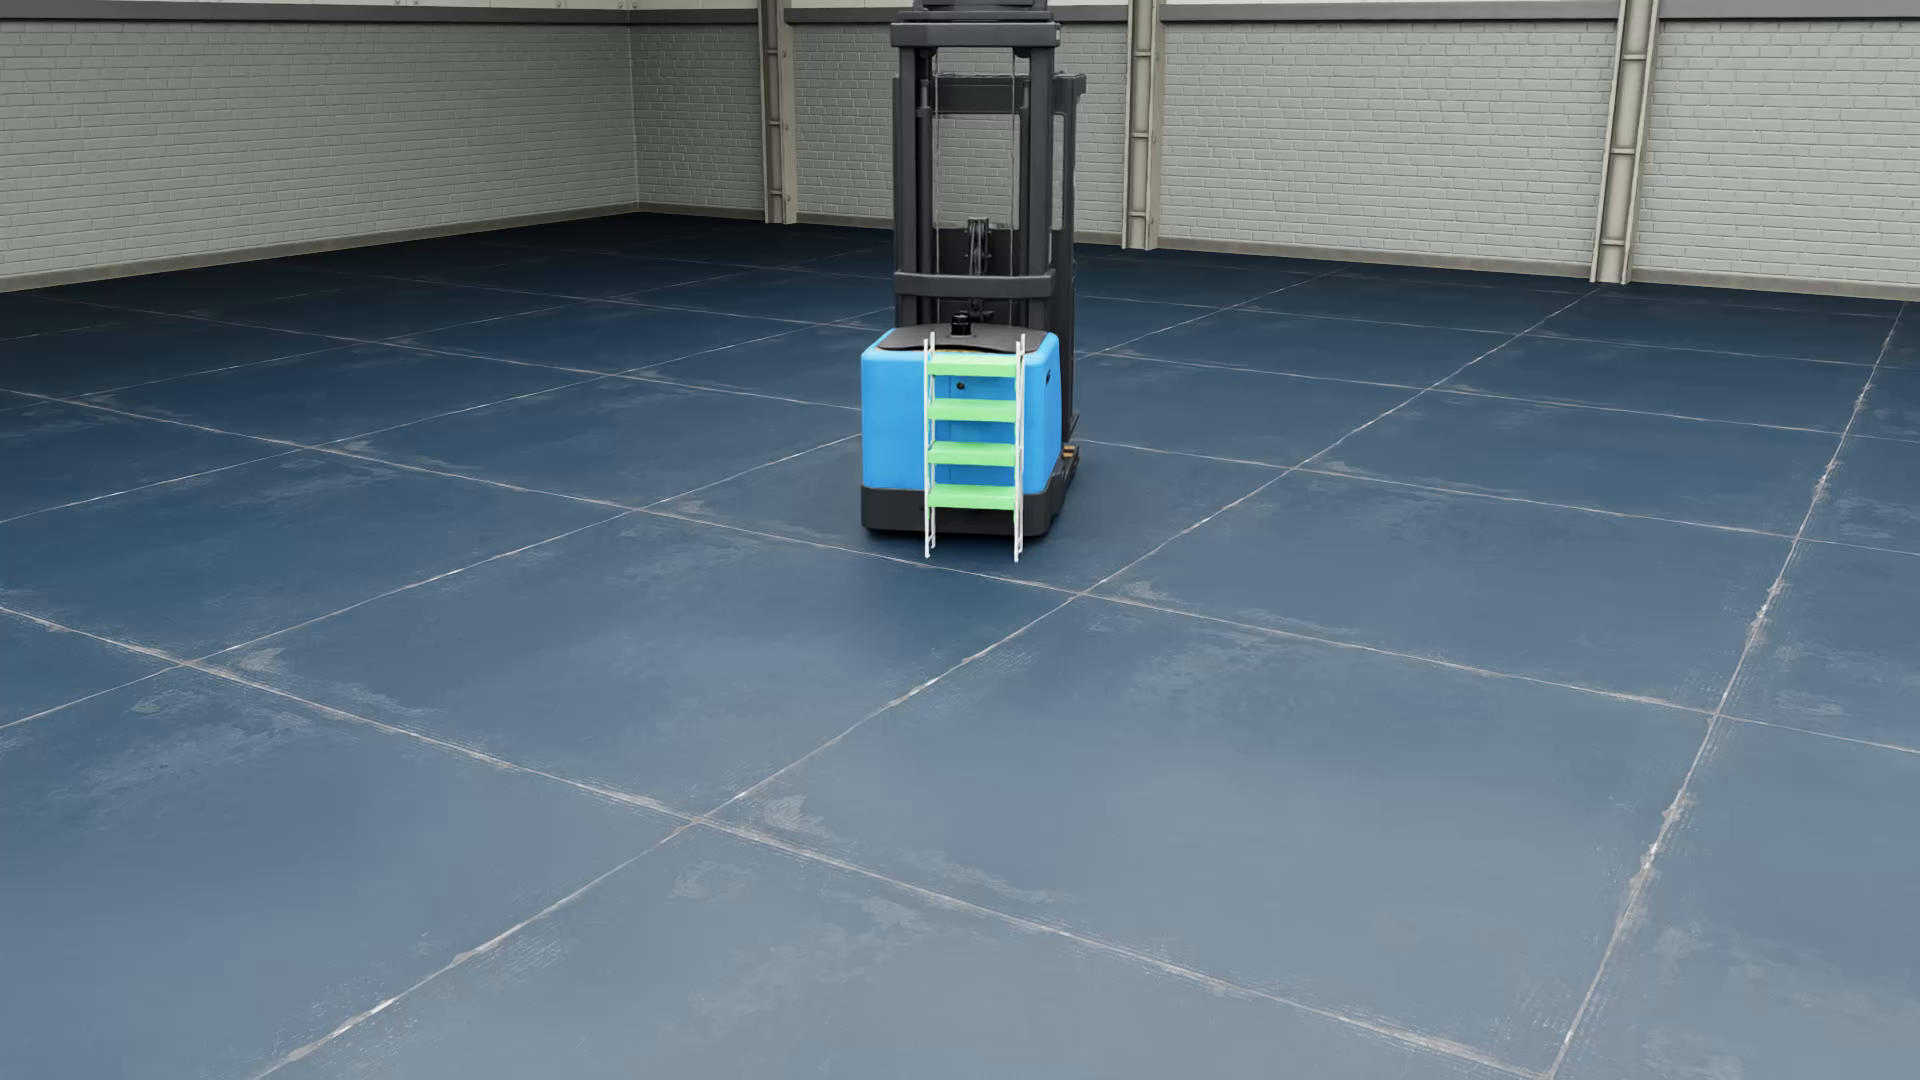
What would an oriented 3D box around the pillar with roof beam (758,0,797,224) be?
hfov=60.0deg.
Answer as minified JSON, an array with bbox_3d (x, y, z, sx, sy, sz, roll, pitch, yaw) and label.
[{"bbox_3d":[-4.963,-8.055,20.415,0.400,9.000,9.100,10,20,30],"label":"pillar with roof beam"}]

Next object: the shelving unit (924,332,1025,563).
[{"bbox_3d":[0.078,-0.496,8.949,0.503,1.200,0.258,2,17,8],"label":"shelving unit"}]

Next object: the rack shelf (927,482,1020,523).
[{"bbox_3d":[0.078,-0.205,9.038,0.480,0.148,0.258,2,17,8],"label":"rack shelf"}]

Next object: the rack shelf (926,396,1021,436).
[{"bbox_3d":[0.078,-0.664,8.898,0.480,0.148,0.258,2,17,8],"label":"rack shelf"}]

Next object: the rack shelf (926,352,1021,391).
[{"bbox_3d":[0.078,-0.894,8.828,0.480,0.148,0.258,2,17,8],"label":"rack shelf"}]

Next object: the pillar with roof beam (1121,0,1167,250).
[{"bbox_3d":[0.150,-7.142,17.410,0.400,9.000,9.100,10,20,30],"label":"pillar with roof beam"}]

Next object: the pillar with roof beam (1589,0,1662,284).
[{"bbox_3d":[5.263,-6.229,14.406,0.400,9.000,9.100,10,20,30],"label":"pillar with roof beam"}]

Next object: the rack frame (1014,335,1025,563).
[{"bbox_3d":[0.319,-0.485,8.915,0.015,1.200,0.240,2,17,8],"label":"rack frame"}]

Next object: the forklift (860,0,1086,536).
[{"bbox_3d":[0.181,-1.808,10.289,1.130,2.935,3.031,3,17,9],"label":"forklift"}]

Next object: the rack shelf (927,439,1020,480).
[{"bbox_3d":[0.078,-0.435,8.968,0.480,0.148,0.258,2,17,8],"label":"rack shelf"}]

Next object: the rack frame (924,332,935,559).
[{"bbox_3d":[-0.164,-0.506,8.984,0.015,1.200,0.240,2,17,8],"label":"rack frame"}]
